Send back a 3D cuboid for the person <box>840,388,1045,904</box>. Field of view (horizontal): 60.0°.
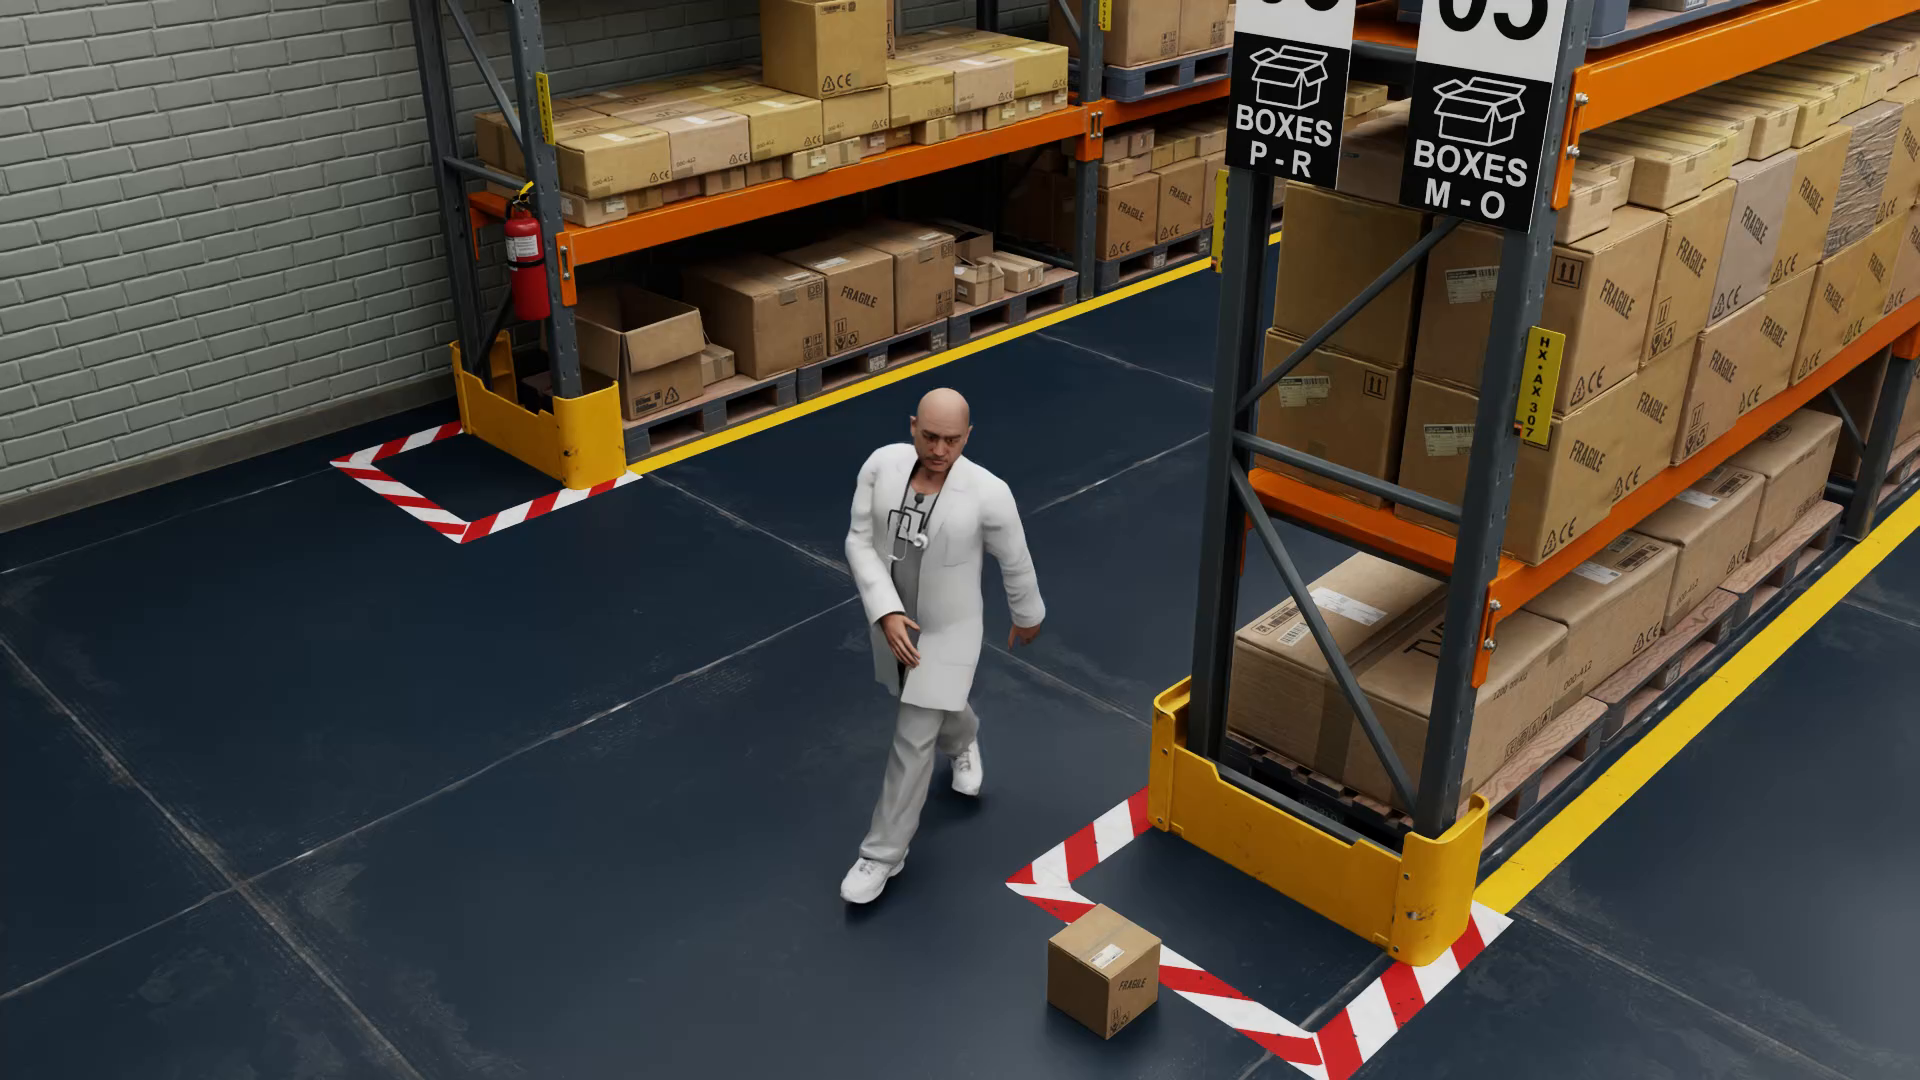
[{"bbox_3d":[-0.080,0.298,5.569,0.567,1.733,1.058,15,31,26],"label":"person"}]
